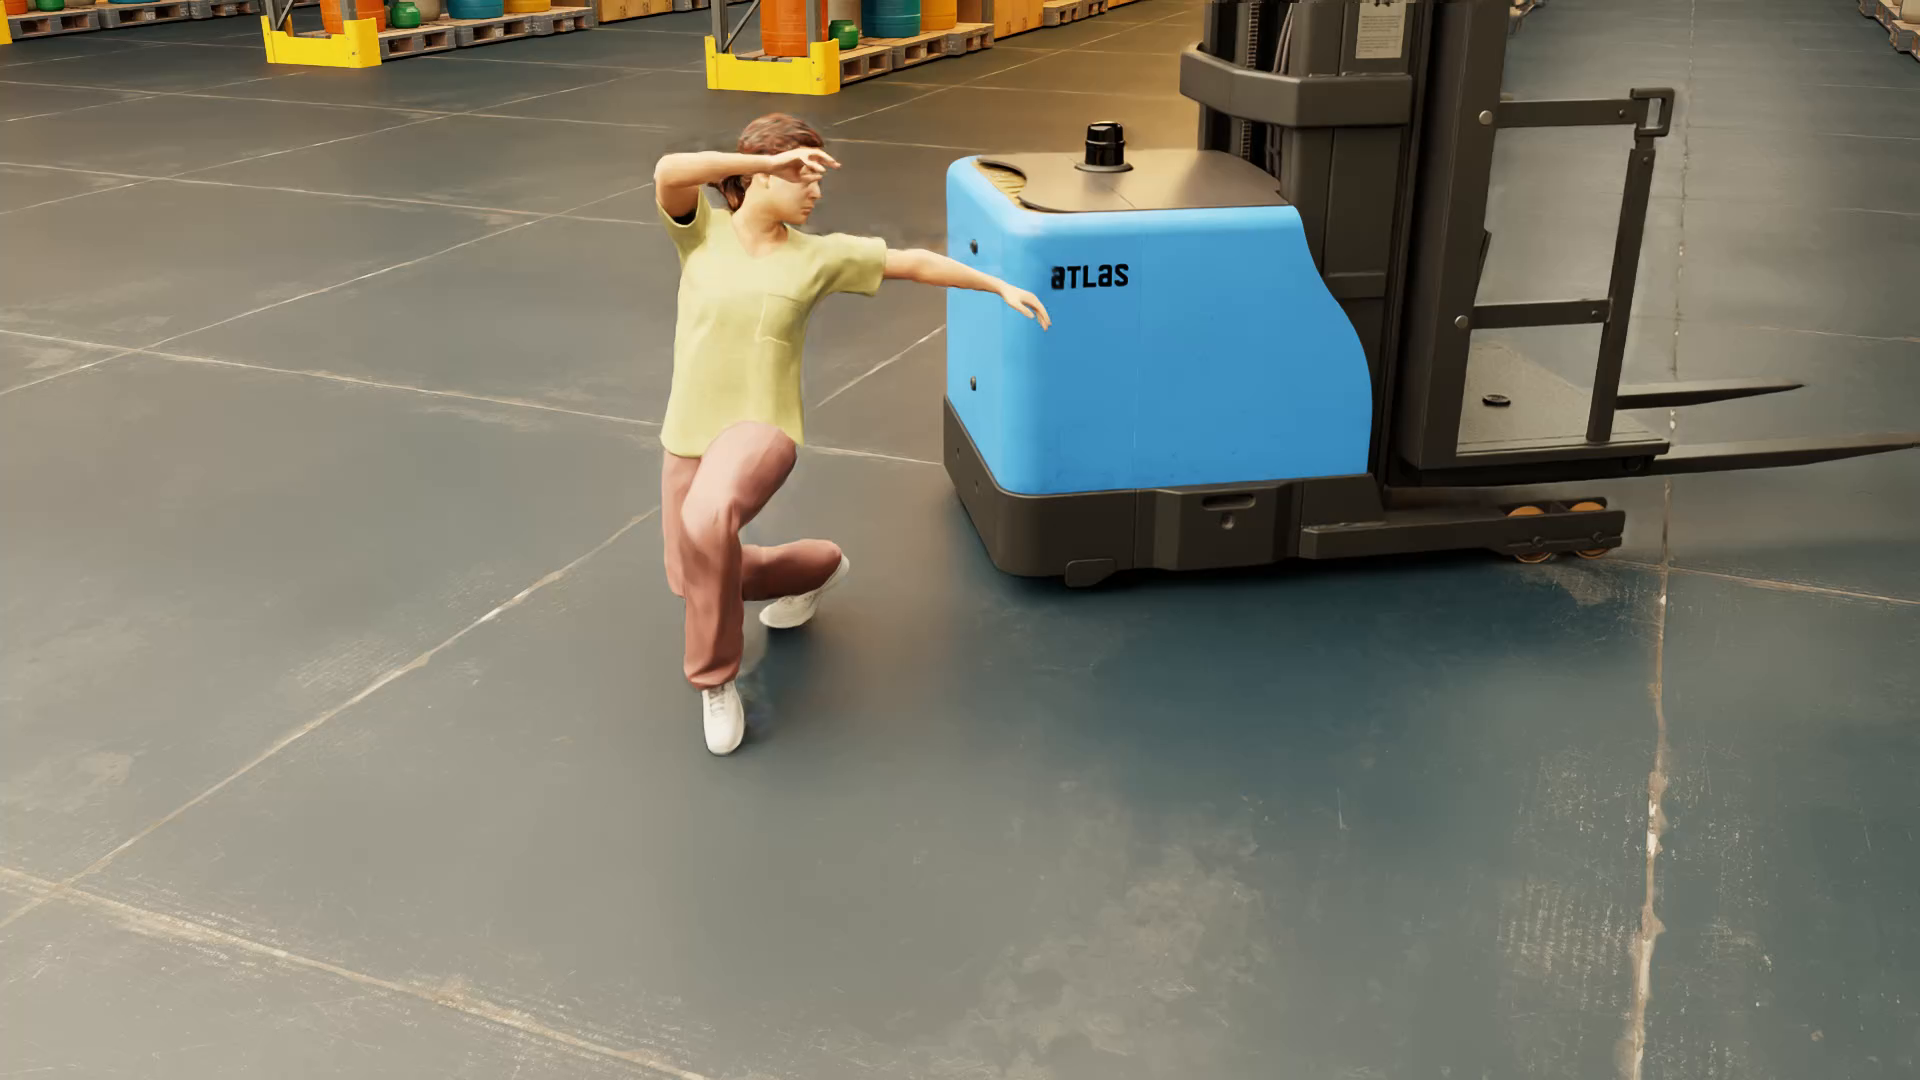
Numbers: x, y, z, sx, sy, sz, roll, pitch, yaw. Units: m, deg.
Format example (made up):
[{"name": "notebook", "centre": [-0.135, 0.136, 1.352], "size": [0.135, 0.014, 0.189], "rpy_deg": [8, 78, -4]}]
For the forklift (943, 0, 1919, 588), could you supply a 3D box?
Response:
[{"name": "forklift", "centre": [1.513, -1.480, 4.832], "size": [3.031, 2.935, 1.130], "rpy_deg": [-4, 23, -10]}]

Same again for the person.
[{"name": "person", "centre": [-0.288, -0.277, 3.972], "size": [0.919, 1.382, 0.903], "rpy_deg": [4, 23, 10]}]
